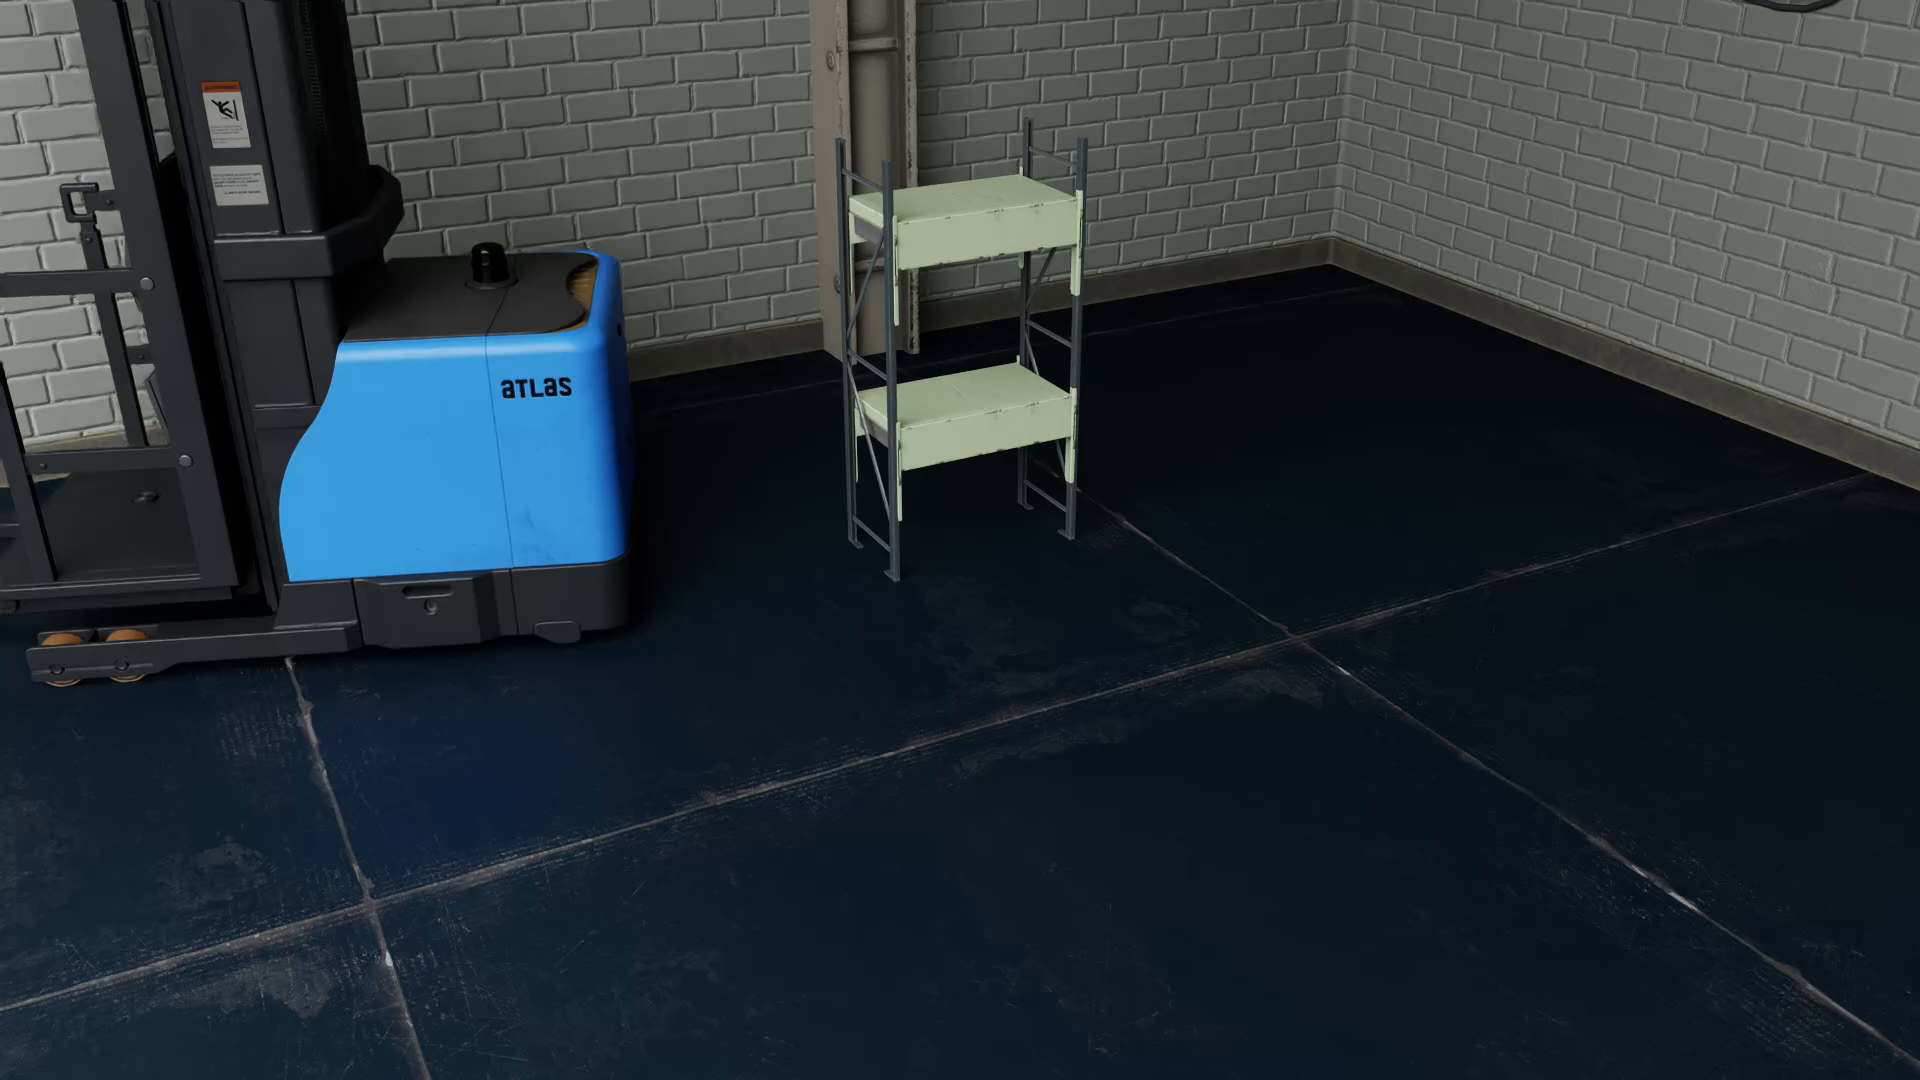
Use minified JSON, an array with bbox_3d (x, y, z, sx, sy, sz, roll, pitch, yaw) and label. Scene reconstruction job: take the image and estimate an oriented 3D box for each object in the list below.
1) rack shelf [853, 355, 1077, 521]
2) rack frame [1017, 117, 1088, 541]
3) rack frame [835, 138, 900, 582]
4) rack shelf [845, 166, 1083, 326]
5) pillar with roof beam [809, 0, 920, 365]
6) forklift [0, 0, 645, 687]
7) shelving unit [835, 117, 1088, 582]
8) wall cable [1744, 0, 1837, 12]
[{"bbox_3d":[0.006,-0.384,6.069,0.720,0.370,0.431,-13,29,-25],"label":"rack shelf"},{"bbox_3d":[0.329,-0.752,6.083,0.023,1.500,0.400,-13,29,-25],"label":"rack frame"},{"bbox_3d":[-0.317,-0.603,5.773,0.023,1.500,0.400,-13,29,-25],"label":"rack frame"},{"bbox_3d":[0.006,-1.029,5.759,0.720,0.370,0.431,-13,29,-25],"label":"rack shelf"},{"bbox_3d":[1.586,-3.351,2.832,0.400,9.000,9.100,-13,29,-25],"label":"pillar with roof beam"},{"bbox_3d":[-2.640,-1.100,5.154,3.031,2.935,1.130,-4,26,-7],"label":"forklift"},{"bbox_3d":[0.006,-0.677,5.928,0.755,1.500,0.431,-13,29,-25],"label":"shelving unit"},{"bbox_3d":[2.782,-3.690,7.127,0.112,2.526,3.097,-13,29,-25],"label":"wall cable"}]
